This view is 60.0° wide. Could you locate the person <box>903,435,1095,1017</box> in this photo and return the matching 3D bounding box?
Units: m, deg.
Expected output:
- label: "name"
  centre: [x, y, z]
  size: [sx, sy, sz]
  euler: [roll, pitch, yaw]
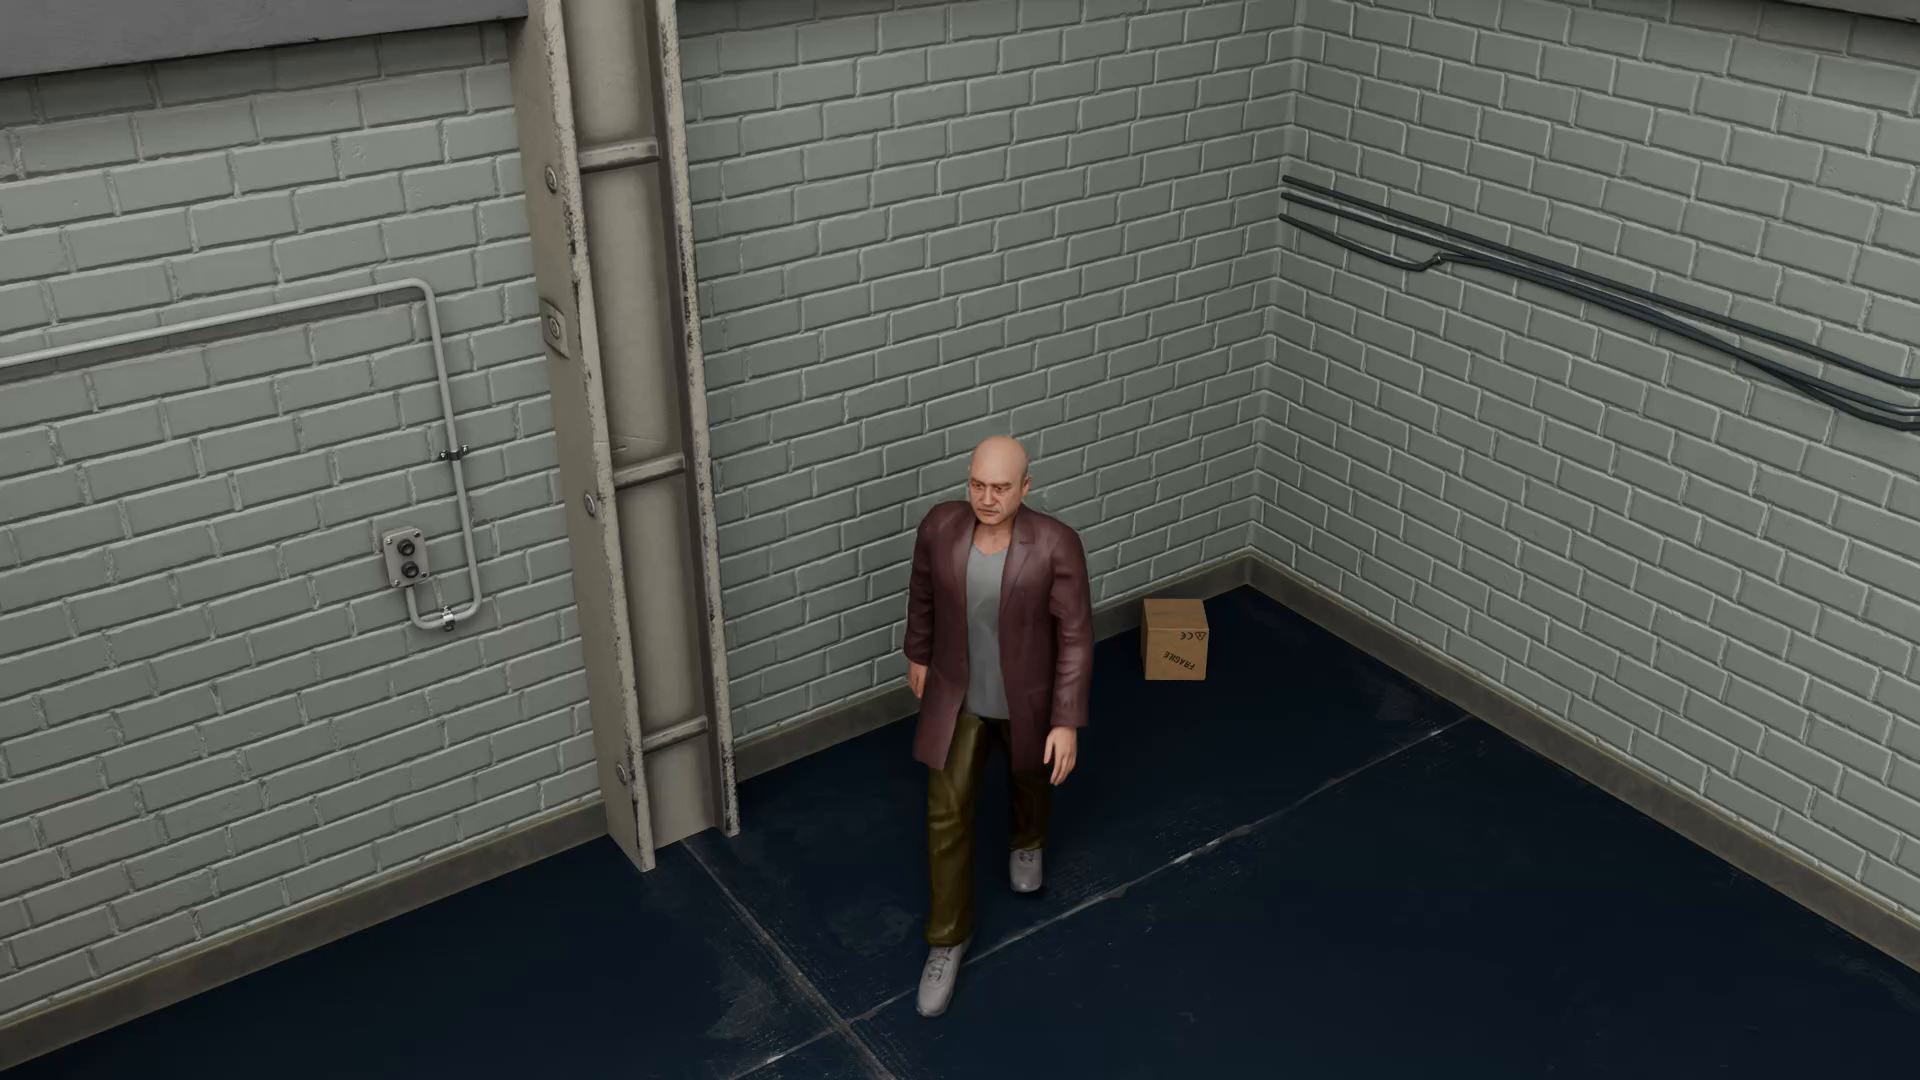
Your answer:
- label: "person"
  centre: [0.090, 0.514, 5.184]
  size: [0.658, 1.780, 0.950]
  euler: [7, 29, 12]
